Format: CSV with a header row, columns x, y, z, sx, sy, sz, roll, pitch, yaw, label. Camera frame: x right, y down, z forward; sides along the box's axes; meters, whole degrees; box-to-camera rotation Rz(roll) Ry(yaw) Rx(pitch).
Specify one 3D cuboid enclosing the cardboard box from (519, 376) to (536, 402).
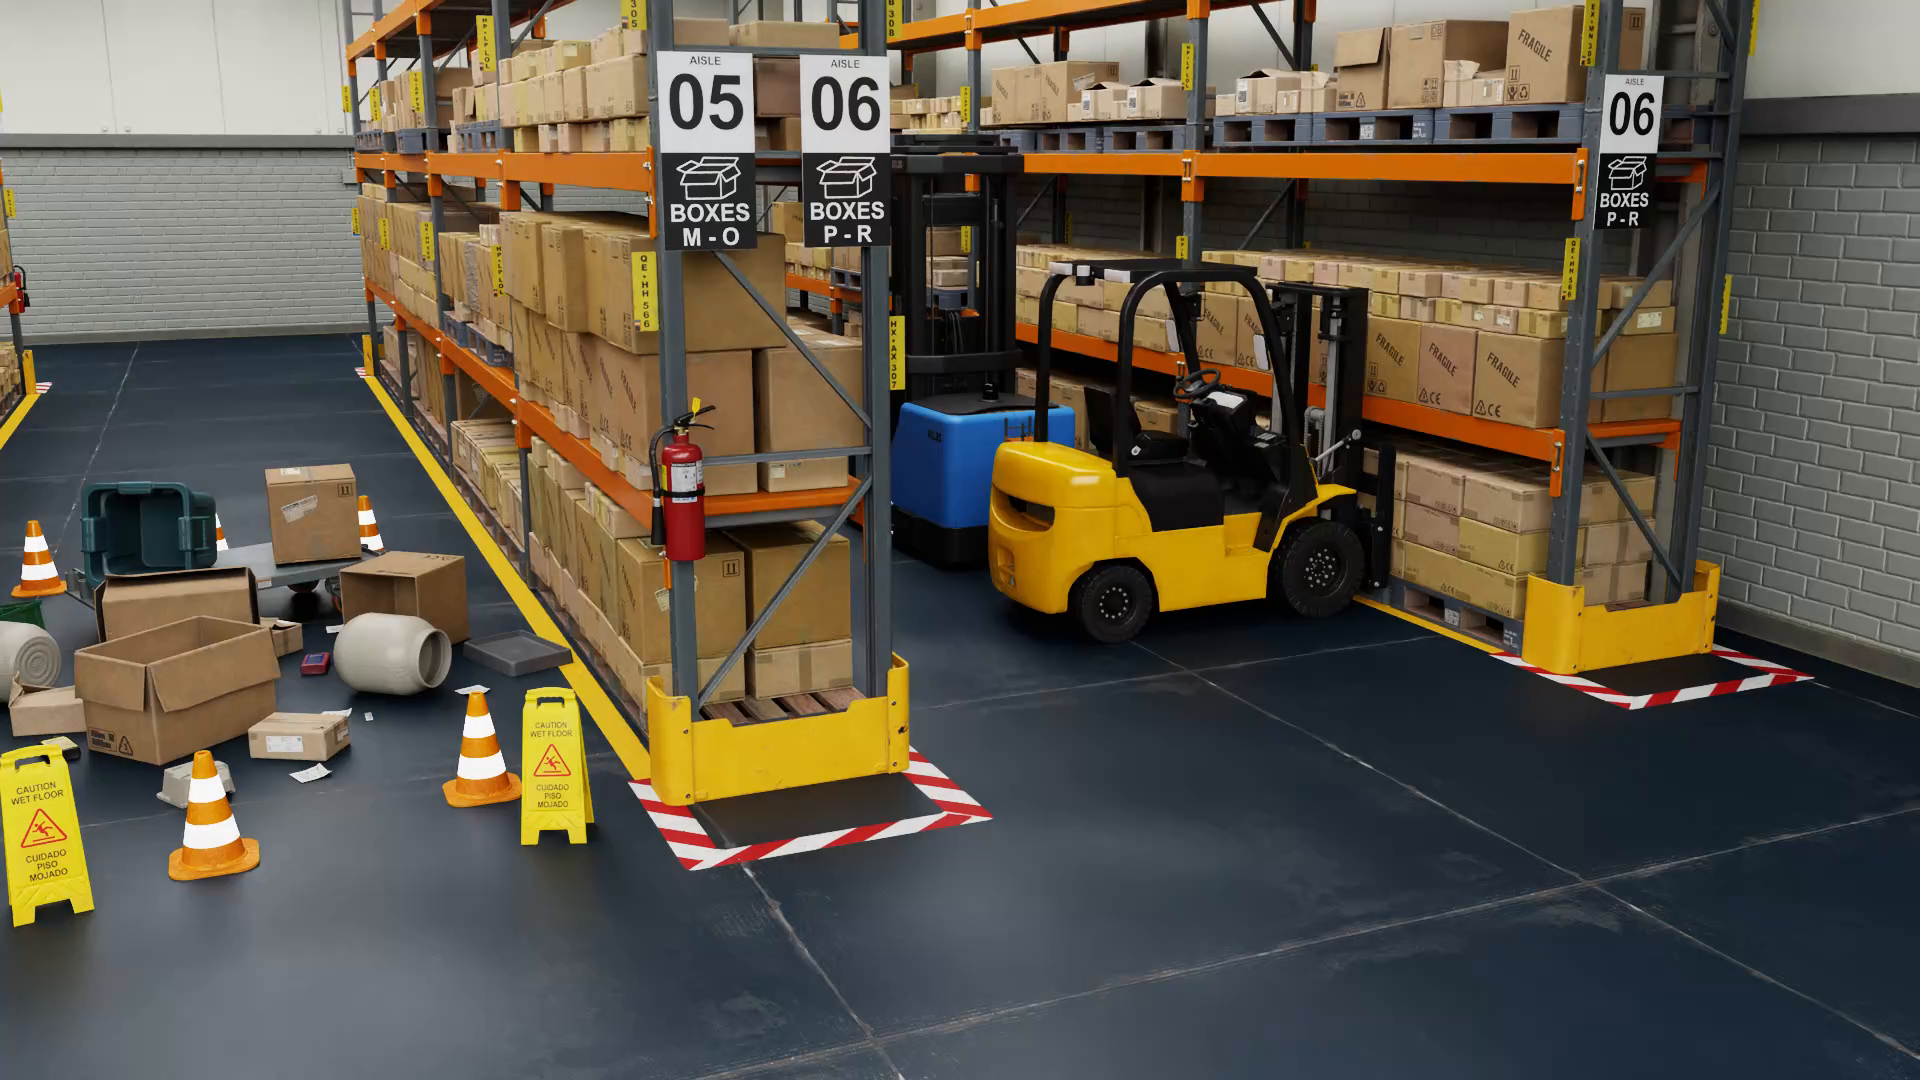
x,y,z,sx,sy,sz,roll,pitch,yaw,label
-2.560,-0.969,10.460,0.380,0.149,0.250,-6,14,-23,cardboard box

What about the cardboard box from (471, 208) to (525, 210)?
x,y,z,sx,sy,sz,roll,pitch,yaw,label
-4.369,-2.881,15.727,0.500,0.500,0.500,-5,14,-21,cardboard box

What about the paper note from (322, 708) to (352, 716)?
x,y,z,sx,sy,sz,roll,pitch,yaw,label
-3.195,0.889,8.487,0.148,0.019,0.142,-1,13,-4,paper note

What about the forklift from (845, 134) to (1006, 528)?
x,y,z,sx,sy,sz,roll,pitch,yaw,label
-0.267,-1.555,12.588,1.121,2.935,3.031,-6,14,-25,forklift

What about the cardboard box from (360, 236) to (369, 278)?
x,y,z,sx,sy,sz,roll,pitch,yaw,label
-7.270,-3.588,20.998,0.500,0.500,0.500,-6,14,-23,cardboard box

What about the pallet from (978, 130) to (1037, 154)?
x,y,z,sx,sy,sz,roll,pitch,yaw,label
0.906,-3.698,15.461,1.213,0.211,1.003,-5,14,-20,pallet

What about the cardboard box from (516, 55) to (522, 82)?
x,y,z,sx,sy,sz,roll,pitch,yaw,label
-2.337,-2.712,9.570,0.380,0.149,0.250,-6,14,-25,cardboard box

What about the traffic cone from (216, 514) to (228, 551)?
x,y,z,sx,sy,sz,roll,pitch,yaw,label
-5.204,-0.049,11.553,0.336,0.463,0.334,-6,14,-23,traffic cone

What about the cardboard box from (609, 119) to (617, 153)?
x,y,z,sx,sy,sz,roll,pitch,yaw,label
-1.394,-1.853,7.627,0.380,0.149,0.250,-5,14,-21,cardboard box

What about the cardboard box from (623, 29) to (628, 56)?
x,y,z,sx,sy,sz,roll,pitch,yaw,label
-1.264,-2.186,7.300,0.380,0.149,0.250,-5,14,-22,cardboard box

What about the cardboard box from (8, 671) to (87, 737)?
x,y,z,sx,sy,sz,roll,pitch,yaw,label
-4.511,0.804,8.309,0.396,0.266,0.258,-3,13,-13,cardboard box

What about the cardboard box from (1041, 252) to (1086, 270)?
x,y,z,sx,sy,sz,roll,pitch,yaw,label
0.937,-2.467,14.717,0.380,0.149,0.250,-5,14,-22,cardboard box

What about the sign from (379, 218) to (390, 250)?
x,y,z,sx,sy,sz,roll,pitch,yaw,label
-6.105,-3.248,17.655,0.100,0.325,0.005,-6,14,-23,sign

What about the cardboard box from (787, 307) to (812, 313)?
x,y,z,sx,sy,sz,roll,pitch,yaw,label
-2.494,-2.967,23.142,0.797,0.503,0.637,-6,14,-25,cardboard box

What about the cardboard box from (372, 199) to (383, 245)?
x,y,z,sx,sy,sz,roll,pitch,yaw,label
-6.447,-3.656,19.076,0.500,0.500,0.500,-5,14,-22,cardboard box

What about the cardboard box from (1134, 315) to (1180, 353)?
x,y,z,sx,sy,sz,roll,pitch,yaw,label
1.713,-1.642,13.143,0.500,0.250,0.500,-5,14,-22,cardboard box

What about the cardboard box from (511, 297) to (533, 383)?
x,y,z,sx,sy,sz,roll,pitch,yaw,label
-2.471,-1.263,10.292,0.500,0.500,0.500,-6,14,-23,cardboard box

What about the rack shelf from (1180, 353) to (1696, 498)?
x,y,z,sx,sy,sz,roll,pitch,yaw,label
2.956,-0.871,11.074,1.077,0.370,4.000,-6,14,-23,rack shelf

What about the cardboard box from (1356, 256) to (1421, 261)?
x,y,z,sx,sy,sz,roll,pitch,yaw,label
2.983,-1.895,11.584,0.380,0.149,0.250,-6,14,-24,cardboard box

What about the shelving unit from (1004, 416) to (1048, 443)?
x,y,z,sx,sy,sz,roll,pitch,yaw,label
0.449,-0.303,11.352,0.215,1.050,0.252,-6,14,-25,shelving unit

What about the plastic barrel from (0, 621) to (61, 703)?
x,y,z,sx,sy,sz,roll,pitch,yaw,label
-5.027,0.634,8.693,0.512,0.421,0.421,4,14,16,plastic barrel

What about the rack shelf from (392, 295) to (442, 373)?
x,y,z,sx,sy,sz,roll,pitch,yaw,label
-4.795,-2.074,16.275,1.077,0.370,4.000,-6,14,-23,rack shelf

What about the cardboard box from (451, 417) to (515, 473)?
x,y,z,sx,sy,sz,roll,pitch,yaw,label
-3.777,-0.818,14.150,0.950,0.372,0.625,-7,15,-27,cardboard box

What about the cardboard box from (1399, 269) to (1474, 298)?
x,y,z,sx,sy,sz,roll,pitch,yaw,label
2.926,-1.574,10.199,0.380,0.149,0.250,-5,14,-22,cardboard box

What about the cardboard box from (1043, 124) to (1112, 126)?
x,y,z,sx,sy,sz,roll,pitch,yaw,label
1.077,-3.976,15.423,0.500,0.250,0.500,-6,14,-23,cardboard box

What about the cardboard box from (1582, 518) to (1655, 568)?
x,y,z,sx,sy,sz,roll,pitch,yaw,label
3.759,-0.032,9.915,0.500,0.250,0.500,-5,14,-22,cardboard box

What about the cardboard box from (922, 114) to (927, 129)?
x,y,z,sx,sy,sz,roll,pitch,yaw,label
-0.172,-4.310,17.136,0.380,0.149,0.250,-5,14,-22,cardboard box

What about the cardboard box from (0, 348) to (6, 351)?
x,y,z,sx,sy,sz,roll,pitch,yaw,label
-10.936,-2.057,18.677,0.380,0.149,0.250,-6,14,-25,cardboard box

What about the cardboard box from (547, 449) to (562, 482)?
x,y,z,sx,sy,sz,roll,pitch,yaw,label
-2.200,-0.448,9.718,0.380,0.149,0.250,-5,14,-21,cardboard box

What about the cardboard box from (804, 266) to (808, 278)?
x,y,z,sx,sy,sz,roll,pitch,yaw,label
-1.740,-3.368,20.826,0.380,0.149,0.250,-5,14,-21,cardboard box

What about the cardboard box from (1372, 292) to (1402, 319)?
x,y,z,sx,sy,sz,roll,pitch,yaw,label
2.825,-1.482,10.459,0.380,0.149,0.250,-6,14,-23,cardboard box

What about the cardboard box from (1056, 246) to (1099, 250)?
x,y,z,sx,sy,sz,roll,pitch,yaw,label
1.123,-2.673,15.609,0.380,0.149,0.250,-6,14,-23,cardboard box

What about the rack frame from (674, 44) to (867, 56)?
x,y,z,sx,sy,sz,roll,pitch,yaw,label
-0.787,-3.282,6.592,0.949,2.616,0.053,-6,14,-23,rack frame

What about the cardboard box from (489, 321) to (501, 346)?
x,y,z,sx,sy,sz,roll,pitch,yaw,label
-3.077,-1.455,11.629,0.380,0.149,0.250,-6,14,-24,cardboard box

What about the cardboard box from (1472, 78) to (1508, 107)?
x,y,z,sx,sy,sz,roll,pitch,yaw,label
3.147,-2.544,9.461,0.380,0.149,0.250,-6,14,-25,cardboard box

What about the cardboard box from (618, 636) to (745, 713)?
x,y,z,sx,sy,sz,roll,pitch,yaw,label
-1.370,0.629,8.168,0.500,0.250,0.500,-6,14,-23,cardboard box

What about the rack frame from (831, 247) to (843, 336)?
x,y,z,sx,sy,sz,roll,pitch,yaw,label
-1.050,-3.287,19.920,1.000,3.000,0.127,-6,14,-23,rack frame

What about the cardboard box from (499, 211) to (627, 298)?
x,y,z,sx,sy,sz,roll,pitch,yaw,label
-2.414,-1.755,10.203,0.700,0.500,0.500,-6,14,-24,cardboard box

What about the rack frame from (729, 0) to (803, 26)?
x,y,z,sx,sy,sz,roll,pitch,yaw,label
-2.652,-7.036,22.814,1.000,3.000,0.127,-6,14,-23,rack frame

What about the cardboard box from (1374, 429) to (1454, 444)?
x,y,z,sx,sy,sz,roll,pitch,yaw,label
3.145,-0.590,11.216,0.500,0.250,0.500,-6,14,-24,cardboard box

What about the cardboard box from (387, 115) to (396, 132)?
x,y,z,sx,sy,sz,roll,pitch,yaw,label
-5.410,-4.097,16.354,0.380,0.166,0.250,-7,15,-27,cardboard box

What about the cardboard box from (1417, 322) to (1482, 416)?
x,y,z,sx,sy,sz,roll,pitch,yaw,label
3.120,-1.043,10.000,0.500,0.500,0.500,-5,14,-21,cardboard box

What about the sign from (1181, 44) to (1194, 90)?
x,y,z,sx,sy,sz,roll,pitch,yaw,label
1.661,-3.450,12.126,0.100,0.325,0.005,-6,14,-23,sign

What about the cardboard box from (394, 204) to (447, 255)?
x,y,z,sx,sy,sz,roll,pitch,yaw,label
-5.455,-3.154,16.907,0.500,0.500,0.500,-6,14,-23,cardboard box

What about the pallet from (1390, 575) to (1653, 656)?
x,y,z,sx,sy,sz,roll,pitch,yaw,label
3.412,0.396,10.189,1.003,0.211,1.213,-6,14,-23,pallet

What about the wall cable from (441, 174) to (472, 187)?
x,y,z,sx,sy,sz,roll,pitch,yaw,label
-8.184,-5.453,27.024,0.588,1.984,0.122,-6,14,-23,wall cable

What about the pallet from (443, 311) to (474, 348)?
x,y,z,sx,sy,sz,roll,pitch,yaw,label
-3.611,-1.781,13.836,1.213,0.211,1.003,-6,14,-23,pallet

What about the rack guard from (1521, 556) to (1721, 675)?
x,y,z,sx,sy,sz,roll,pitch,yaw,label
3.766,0.415,9.468,1.175,0.500,0.348,-6,14,-23,rack guard

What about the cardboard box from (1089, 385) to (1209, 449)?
x,y,z,sx,sy,sz,roll,pitch,yaw,label
1.631,-0.950,14.156,0.875,0.625,0.625,-6,14,-24,cardboard box

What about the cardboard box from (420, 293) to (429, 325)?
x,y,z,sx,sy,sz,roll,pitch,yaw,label
-4.654,-2.124,15.226,0.500,0.250,0.500,-5,14,-22,cardboard box
